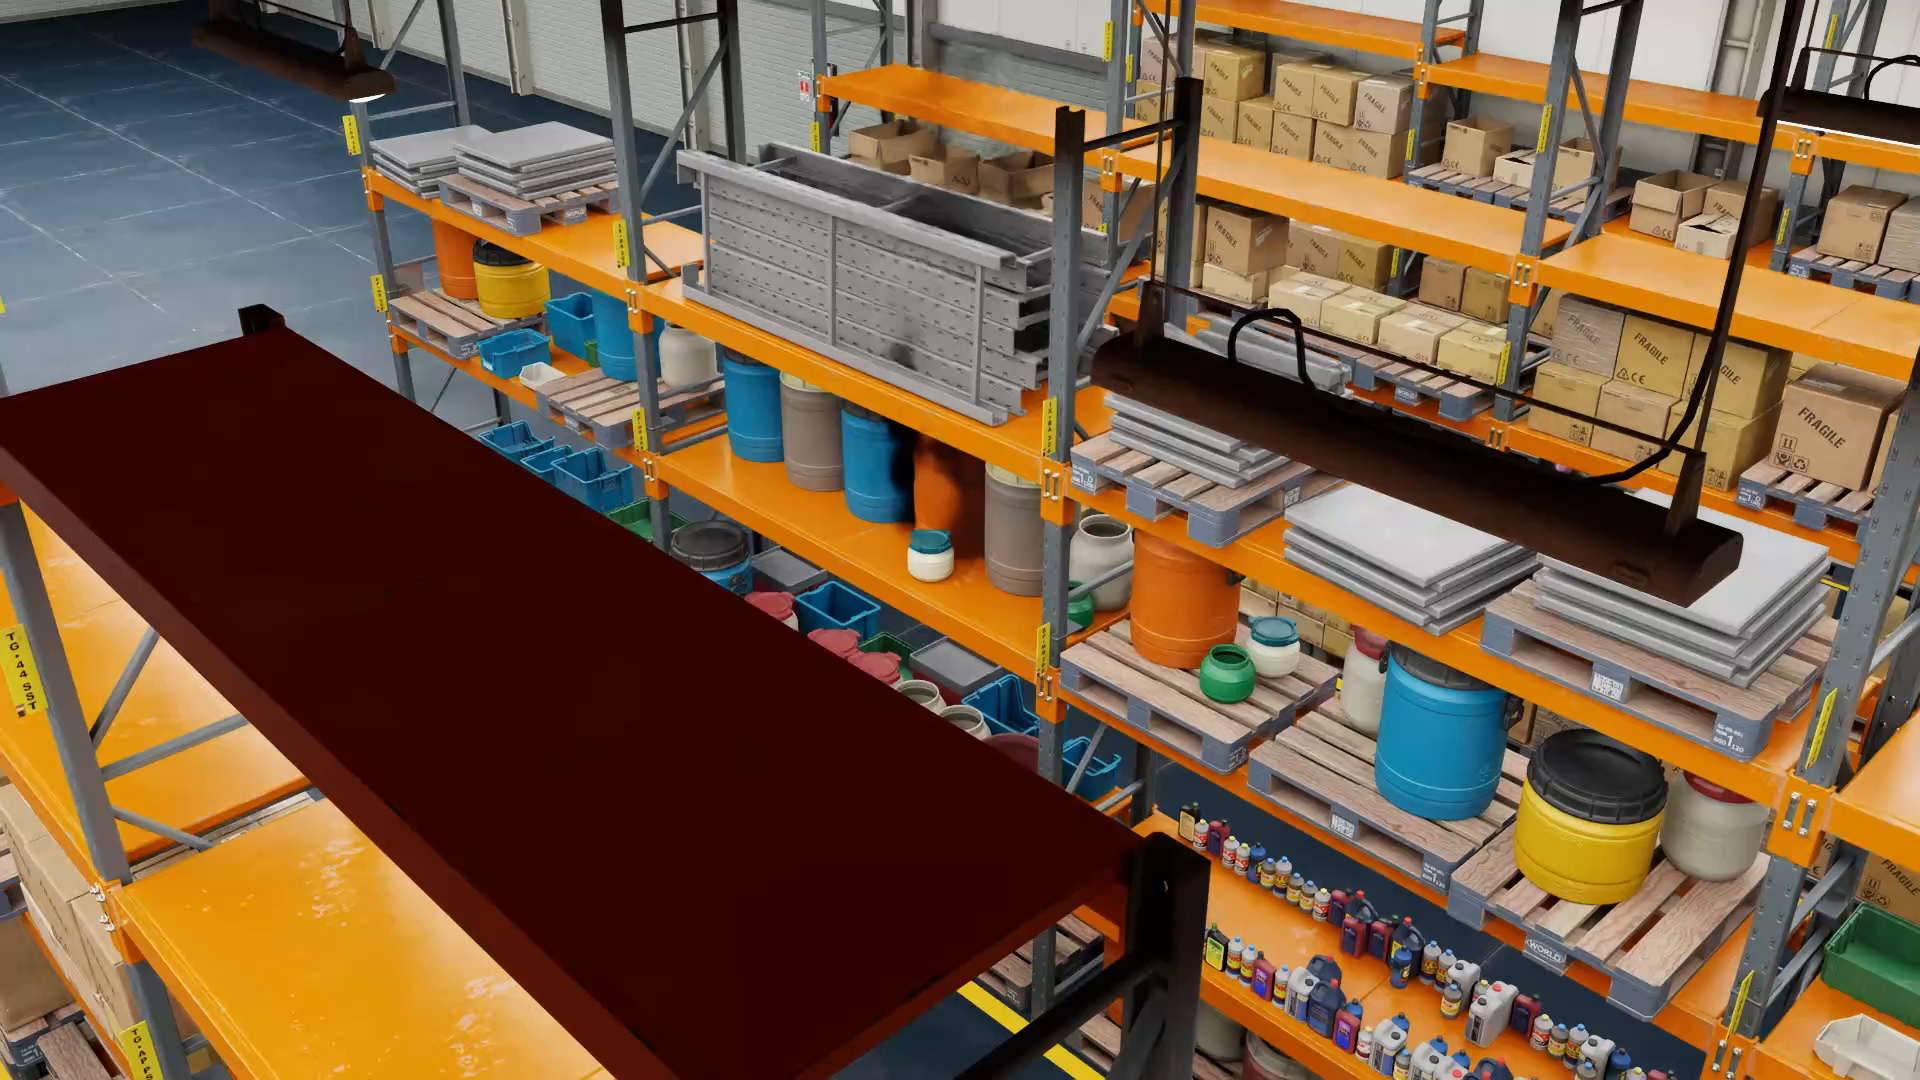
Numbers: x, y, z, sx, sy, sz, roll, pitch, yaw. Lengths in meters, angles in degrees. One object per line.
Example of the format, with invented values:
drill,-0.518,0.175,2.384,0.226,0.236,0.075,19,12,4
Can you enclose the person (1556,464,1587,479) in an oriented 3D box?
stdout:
person,5.513,-0.255,15.655,0.667,1.584,0.505,17,32,28
